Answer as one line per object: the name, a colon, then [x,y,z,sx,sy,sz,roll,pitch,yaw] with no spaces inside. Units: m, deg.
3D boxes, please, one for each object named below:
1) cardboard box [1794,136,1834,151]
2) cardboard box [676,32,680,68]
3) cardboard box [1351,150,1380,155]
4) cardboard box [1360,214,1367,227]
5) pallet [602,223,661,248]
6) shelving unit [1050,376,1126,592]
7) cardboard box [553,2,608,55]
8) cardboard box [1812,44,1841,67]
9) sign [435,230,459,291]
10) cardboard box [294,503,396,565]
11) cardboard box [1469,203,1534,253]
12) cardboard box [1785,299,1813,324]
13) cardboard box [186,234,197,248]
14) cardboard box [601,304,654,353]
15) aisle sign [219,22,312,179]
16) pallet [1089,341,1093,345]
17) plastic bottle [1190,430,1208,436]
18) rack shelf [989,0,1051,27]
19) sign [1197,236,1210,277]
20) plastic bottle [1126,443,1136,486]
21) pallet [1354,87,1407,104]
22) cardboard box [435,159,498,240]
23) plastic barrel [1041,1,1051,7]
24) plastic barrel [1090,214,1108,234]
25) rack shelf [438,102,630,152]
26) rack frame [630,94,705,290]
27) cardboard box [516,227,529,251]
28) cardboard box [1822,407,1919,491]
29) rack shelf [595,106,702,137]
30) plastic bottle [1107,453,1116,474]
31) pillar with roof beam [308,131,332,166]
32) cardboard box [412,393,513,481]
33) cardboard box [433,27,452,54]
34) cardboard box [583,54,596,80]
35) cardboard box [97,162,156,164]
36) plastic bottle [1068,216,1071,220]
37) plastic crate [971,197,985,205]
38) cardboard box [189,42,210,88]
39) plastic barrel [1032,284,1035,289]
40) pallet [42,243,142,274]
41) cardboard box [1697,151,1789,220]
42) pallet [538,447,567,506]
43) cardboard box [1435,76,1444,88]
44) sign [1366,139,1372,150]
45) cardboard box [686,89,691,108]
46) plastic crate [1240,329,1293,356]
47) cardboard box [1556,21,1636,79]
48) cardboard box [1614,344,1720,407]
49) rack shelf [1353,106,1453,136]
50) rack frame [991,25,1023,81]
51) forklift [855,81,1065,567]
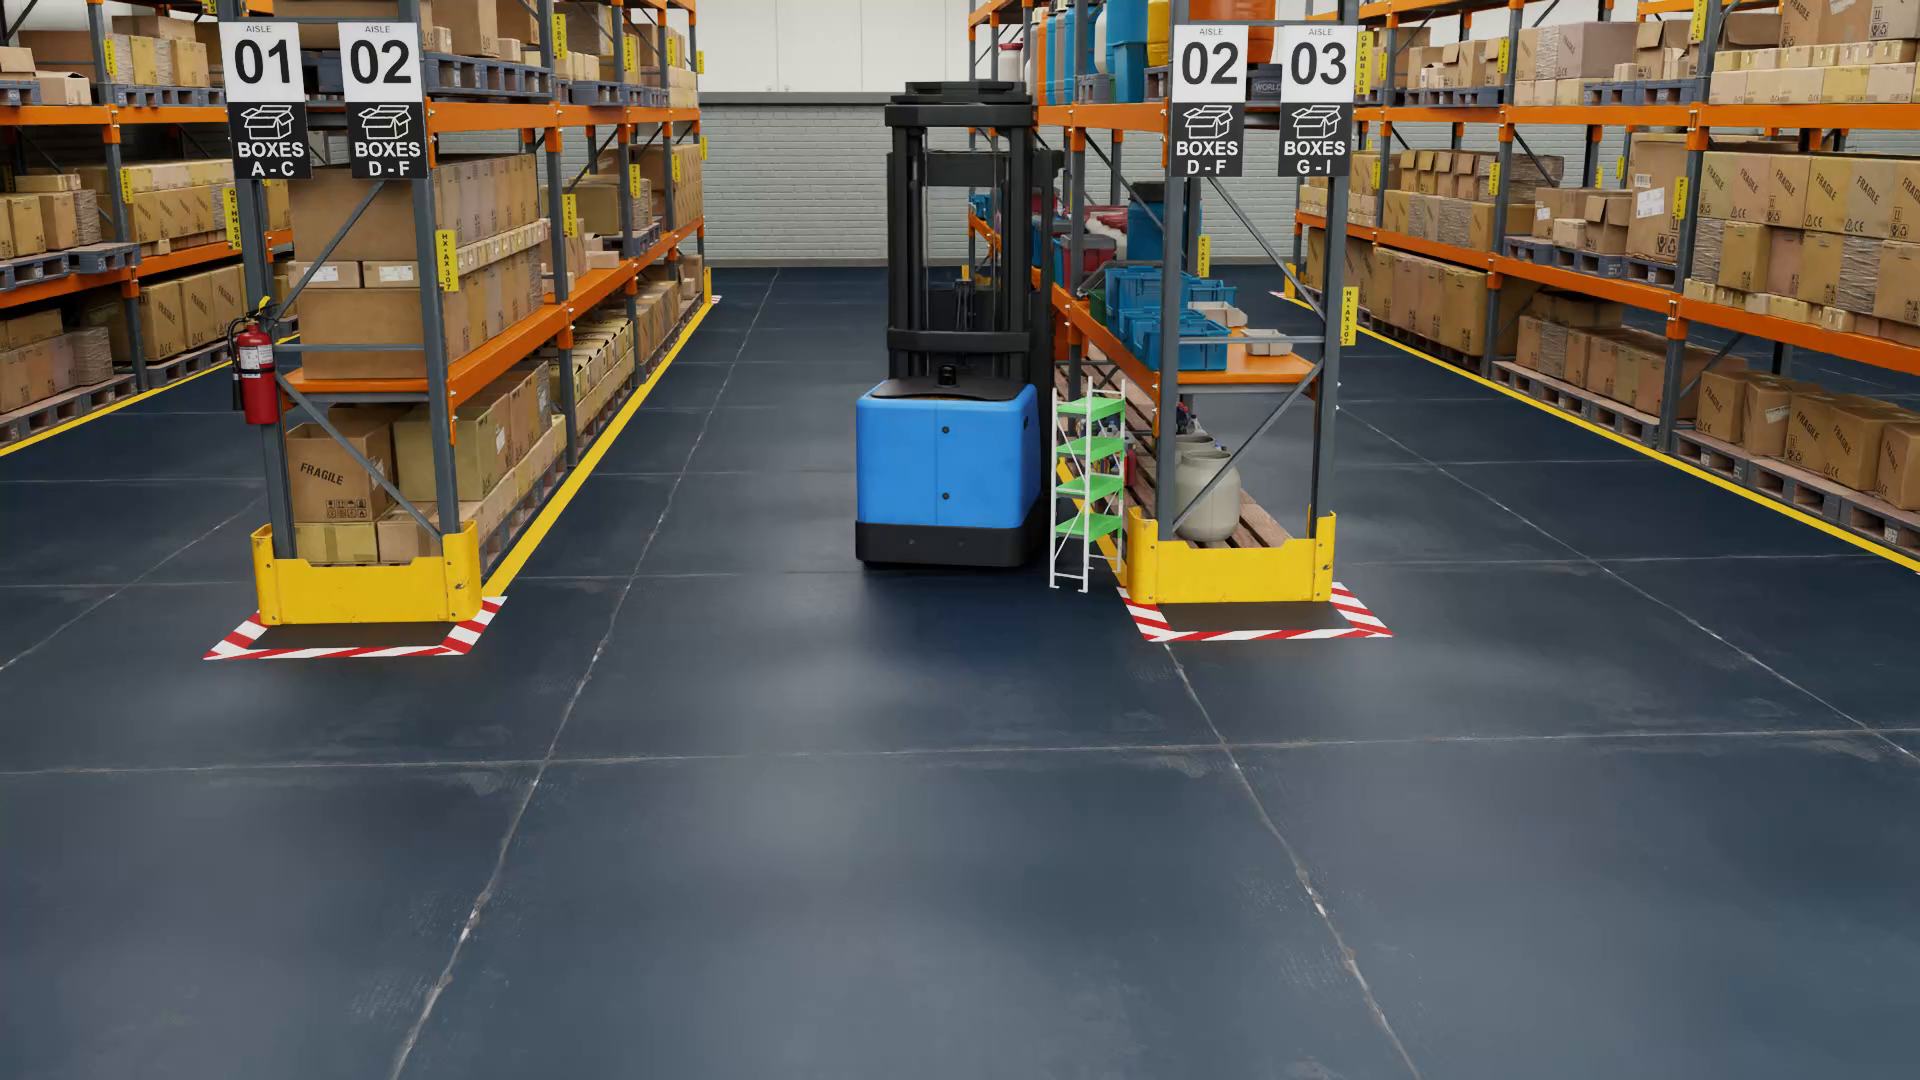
cardboard box: [10.999,-5.020,21.713,0.500,0.500,0.500,-1,14,-2]
cardboard box: [-4.175,-6.628,22.540,0.700,0.500,0.500,-1,14,-3]
cardboard box: [5.872,-5.488,24.535,0.500,0.500,0.500,-1,14,-3]
cardboard box: [5.465,-4.189,21.792,0.380,0.149,0.250,-1,14,-2]
pallet: [-3.937,-3.420,18.682,1.003,0.211,1.213,-1,14,-3]
shelving unit: [0.765,-0.340,9.941,0.258,1.200,0.503,8,16,28]
cardboard box: [-3.833,-5.123,16.690,0.500,0.500,0.500,-1,14,-3]
cardboard box: [6.154,-3.350,11.508,0.380,0.149,0.250,-1,14,-5]
sign: [-2.762,-1.504,8.956,0.100,0.325,0.005,-1,14,-3]
cardboard box: [-3.645,-0.040,9.837,0.500,0.250,0.500,-1,14,-3]
cardboard box: [5.797,-3.348,17.819,0.500,0.500,0.500,0,14,-2]
cardboard box: [6.142,-1.634,11.860,0.380,0.149,0.250,-1,14,-3]
cardboard box: [-8.651,-3.306,18.321,0.380,0.149,0.250,-1,14,-3]
cardboard box: [-3.593,-2.279,17.998,0.500,0.500,0.500,-1,14,-5]
aisle sign: [-3.606,-2.277,8.641,0.394,0.787,0.004,-1,14,-3]
pallet: [0.969,-2.252,19.356,1.003,0.211,1.213,-1,14,-3]
plastic bottle: [1.745,-0.679,12.230,0.152,0.276,0.135,-1,14,-2]
rack shelf: [1.008,-5.965,18.398,1.077,0.370,4.000,-1,14,-3]
sign: [1.929,-2.249,13.194,0.100,0.325,0.005,-1,14,-3]
plastic bottle: [1.194,-0.527,11.624,0.061,0.283,0.133,-1,14,-3]
pallet: [5.787,-5.789,21.665,1.003,0.211,1.213,-1,14,-3]
cardboard box: [-3.437,-2.226,10.855,0.700,0.500,0.500,-1,14,-3]
plastic barrel: [1.100,-5.110,17.142,0.600,0.830,0.708,-1,14,-3]
plastic barrel: [1.435,-2.801,15.670,0.421,0.512,0.421,0,14,0]
rack shelf: [-3.688,-3.636,14.562,1.077,0.370,4.000,-1,14,-3]
rack frame: [-4.308,-5.019,24.512,1.000,3.000,0.127,-1,14,-3]
cardboard box: [-3.285,-2.140,11.823,0.380,0.149,0.250,-1,14,-4]
cardboard box: [6.458,-0.644,11.683,0.500,0.500,0.500,0,14,2]
rack shelf: [-4.184,-5.625,22.294,1.077,0.370,4.000,-1,14,-3]
plastic bottle: [1.051,-0.491,11.484,0.061,0.283,0.133,-1,14,-2]
pillar with roof beam: [-5.986,-8.571,26.279,9.100,9.000,0.400,-1,14,-3]
cardboard box: [-3.205,-0.660,10.740,0.500,0.500,0.500,-1,14,-3]
cardboard box: [-3.214,-2.937,9.782,0.380,0.149,0.250,-1,14,-3]
cardboard box: [-3.678,-4.370,15.431,0.500,0.250,0.500,0,14,-2]
cardboard box: [-9.132,-4.009,18.244,0.500,0.250,0.500,-1,14,-5]
plastic bottle: [1.308,-3.639,19.398,0.152,0.276,0.135,-1,14,-3]
plastic crate: [0.364,-4.812,23.924,0.416,0.233,0.300,-1,14,-3]
cardboard box: [-9.059,-5.440,19.046,0.700,0.500,0.500,-2,15,-6]
plastic barrel: [0.944,-2.975,19.937,0.600,0.901,0.708,-1,14,-3]
pallet: [-8.606,-2.683,15.819,1.213,0.211,1.003,-1,14,-3]
cardboard box: [6.097,-2.747,12.879,0.500,0.500,0.500,-1,14,-3]
pallet: [-3.557,-0.485,12.489,1.003,0.211,1.213,-1,14,-3]
cardboard box: [5.770,-5.338,19.393,0.380,0.149,0.250,-1,15,-6]
sign: [6.122,-5.851,24.948,0.100,0.325,0.005,-1,14,-3]
cardboard box: [-3.949,-6.026,22.709,0.500,0.250,0.500,-1,14,-3]
plastic crate: [1.893,-1.215,10.257,0.298,0.136,0.250,-1,14,-3]
cardboard box: [5.914,-4.552,15.475,0.500,0.500,0.500,-1,14,-5]
cardboard box: [6.296,-1.461,14.817,0.700,0.500,0.500,-1,14,-4]
rack shelf: [5.703,-5.777,22.885,1.077,0.370,4.000,-1,14,-3]
rack frame: [0.884,-7.005,20.191,1.000,3.000,0.127,-1,14,-3]
forklift: [0.108,-1.574,11.261,1.130,2.935,3.031,2,15,9]
